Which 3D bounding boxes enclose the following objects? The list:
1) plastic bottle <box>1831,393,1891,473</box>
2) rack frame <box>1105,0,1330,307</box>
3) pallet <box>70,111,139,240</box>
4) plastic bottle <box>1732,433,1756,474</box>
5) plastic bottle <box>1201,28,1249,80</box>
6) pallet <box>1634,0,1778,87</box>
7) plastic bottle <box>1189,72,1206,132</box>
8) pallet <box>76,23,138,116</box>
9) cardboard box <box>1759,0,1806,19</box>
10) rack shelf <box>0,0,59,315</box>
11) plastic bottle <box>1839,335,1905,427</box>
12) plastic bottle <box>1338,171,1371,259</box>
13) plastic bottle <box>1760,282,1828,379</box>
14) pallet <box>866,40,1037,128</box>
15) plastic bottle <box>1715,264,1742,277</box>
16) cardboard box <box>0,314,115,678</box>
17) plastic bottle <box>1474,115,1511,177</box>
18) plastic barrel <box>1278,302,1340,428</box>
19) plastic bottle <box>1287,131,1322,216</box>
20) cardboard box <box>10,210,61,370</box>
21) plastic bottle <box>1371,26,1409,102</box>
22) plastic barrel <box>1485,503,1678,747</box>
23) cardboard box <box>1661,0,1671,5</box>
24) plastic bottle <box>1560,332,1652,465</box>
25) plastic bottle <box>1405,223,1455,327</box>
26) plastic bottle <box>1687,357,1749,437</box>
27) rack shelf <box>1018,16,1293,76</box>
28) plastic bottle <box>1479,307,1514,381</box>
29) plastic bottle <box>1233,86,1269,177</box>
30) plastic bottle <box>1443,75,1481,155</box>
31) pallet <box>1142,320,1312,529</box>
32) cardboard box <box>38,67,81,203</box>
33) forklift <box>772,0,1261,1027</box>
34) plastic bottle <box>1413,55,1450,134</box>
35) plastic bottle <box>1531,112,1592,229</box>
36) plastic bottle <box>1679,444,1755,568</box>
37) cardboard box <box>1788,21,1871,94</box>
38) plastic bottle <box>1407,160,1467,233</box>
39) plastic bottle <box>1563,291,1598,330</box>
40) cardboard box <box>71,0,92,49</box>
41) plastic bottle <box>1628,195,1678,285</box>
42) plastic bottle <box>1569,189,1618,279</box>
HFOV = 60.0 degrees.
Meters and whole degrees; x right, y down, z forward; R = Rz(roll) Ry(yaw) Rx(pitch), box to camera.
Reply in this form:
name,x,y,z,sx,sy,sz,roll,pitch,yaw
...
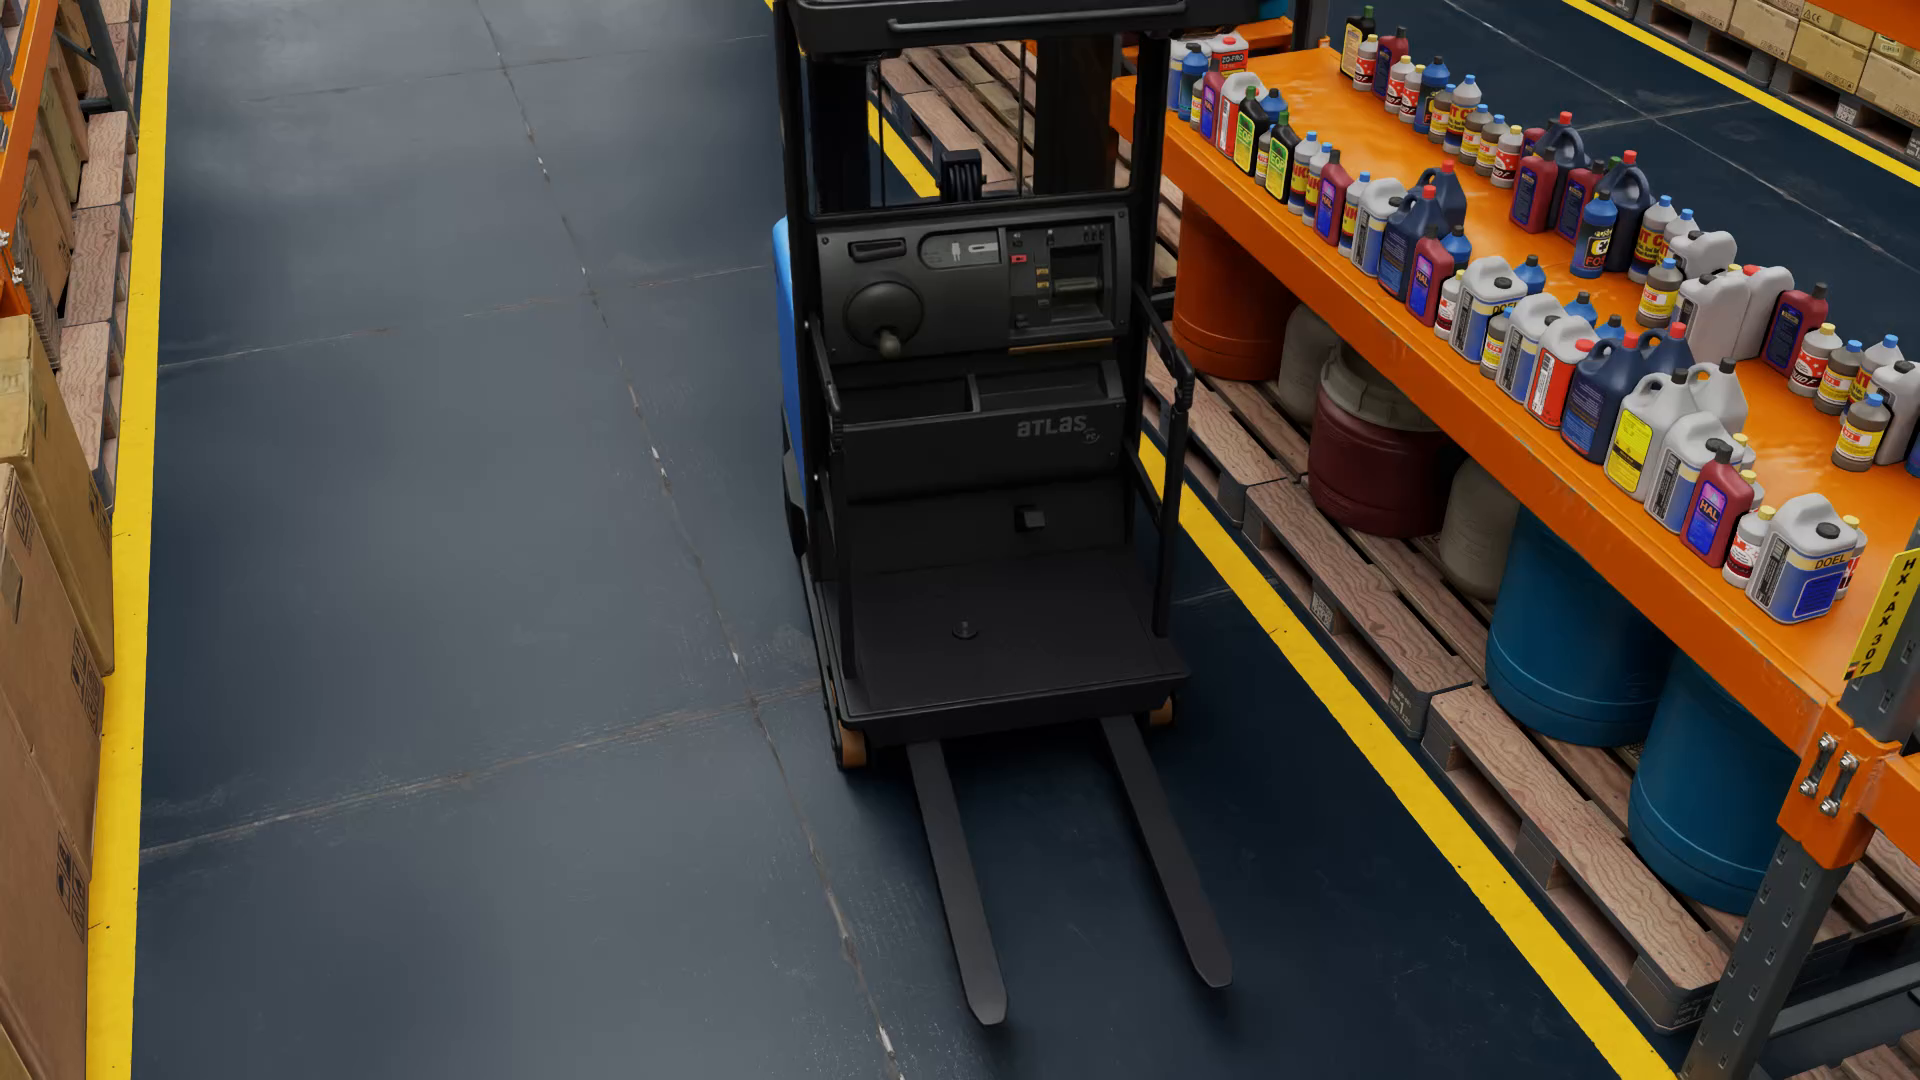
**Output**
name,x,y,z,sx,sy,sz,roll,pitch,yaw
plastic bottle,2.336,-0.285,4.300,0.097,0.201,0.097,0,37,0
rack frame,0.997,-2.113,6.562,1.000,3.000,0.127,-12,39,-16
pallet,-4.760,-1.794,8.456,1.003,0.211,1.213,-12,39,-16
plastic bottle,1.920,-0.172,4.151,0.097,0.201,0.097,0,37,0
plastic bottle,0.986,-1.784,6.228,0.152,0.276,0.135,-12,39,-16
pallet,4.987,-3.184,10.301,1.003,0.211,1.213,-12,39,-16
plastic bottle,0.891,-1.596,6.041,0.097,0.201,0.097,0,37,0
pallet,-5.294,-2.605,9.533,1.003,0.211,1.213,-12,39,-16
cardboard box,4.882,-3.253,9.545,0.500,0.311,0.500,-13,39,-16
rack shelf,-4.341,-1.930,6.917,1.077,0.370,4.000,-12,39,-16
plastic bottle,2.432,-0.420,4.422,0.097,0.271,0.097,0,37,0
plastic bottle,1.254,-1.027,5.227,0.097,0.271,0.097,0,37,0
plastic bottle,2.343,-0.604,4.656,0.061,0.283,0.133,-12,39,-16
pallet,-0.072,-2.823,9.823,1.003,0.211,1.213,-12,39,-16
plastic bottle,2.240,-0.709,4.863,0.097,0.201,0.097,0,37,0
cardboard box,-3.435,-0.012,5.190,1.225,0.875,0.875,-14,39,-18
plastic bottle,1.840,-1.364,5.733,0.097,0.201,0.097,0,37,0
plastic barrel,1.460,-0.714,6.423,0.421,0.512,0.421,0,37,0
plastic bottle,1.142,-1.212,5.473,0.097,0.271,0.097,0,37,0
cardboard box,-4.105,-0.950,6.730,0.700,0.500,0.500,-16,40,-20
plastic bottle,1.617,-1.796,6.238,0.061,0.283,0.133,-12,39,-16
plastic barrel,1.959,0.106,5.011,0.600,0.901,0.708,-12,39,-16
cardboard box,4.535,-3.605,10.480,0.500,0.250,0.500,-14,39,-17
plastic bottle,1.687,-0.390,4.315,0.144,0.351,0.185,-12,39,-16
plastic bottle,1.387,-0.782,4.892,0.061,0.283,0.133,-12,39,-16
plastic bottle,1.886,-0.315,4.216,0.144,0.351,0.185,-12,39,-16
rack shelf,0.309,-2.955,8.278,1.077,0.370,4.000,-12,39,-16
plastic bottle,1.524,-0.557,4.661,0.097,0.201,0.097,0,37,0
plastic bottle,1.005,-1.409,5.724,0.061,0.283,0.133,-12,39,-16
plastic bottle,1.773,-1.502,5.858,0.097,0.271,0.097,0,37,0
pallet,1.308,-0.562,6.821,1.003,0.211,1.213,-12,39,-16
cardboard box,-4.692,-1.900,7.991,0.700,0.500,0.500,-13,39,-16
forklift,0.092,-0.688,4.727,1.130,2.935,3.031,-7,38,-9
plastic bottle,1.706,-1.612,6.004,0.097,0.271,0.097,0,37,0
plastic bottle,1.946,-1.209,5.403,0.144,0.351,0.185,-12,39,-16
plastic bottle,1.812,-0.084,3.965,0.061,0.283,0.133,-12,39,-16
cardboard box,5.059,-2.743,9.335,0.500,0.250,0.500,-13,39,-16
plastic bottle,1.468,-1.015,5.145,0.144,0.351,0.185,-12,39,-16
plastic bottle,1.700,-0.561,4.609,0.097,0.271,0.097,0,37,0
cardboard box,-5.334,-3.073,9.565,0.500,0.500,0.500,-1,37,-1
plastic bottle,2.126,-0.923,5.089,0.097,0.271,0.097,0,37,0
plastic bottle,1.957,-0.948,5.122,0.097,0.271,0.097,0,37,0
